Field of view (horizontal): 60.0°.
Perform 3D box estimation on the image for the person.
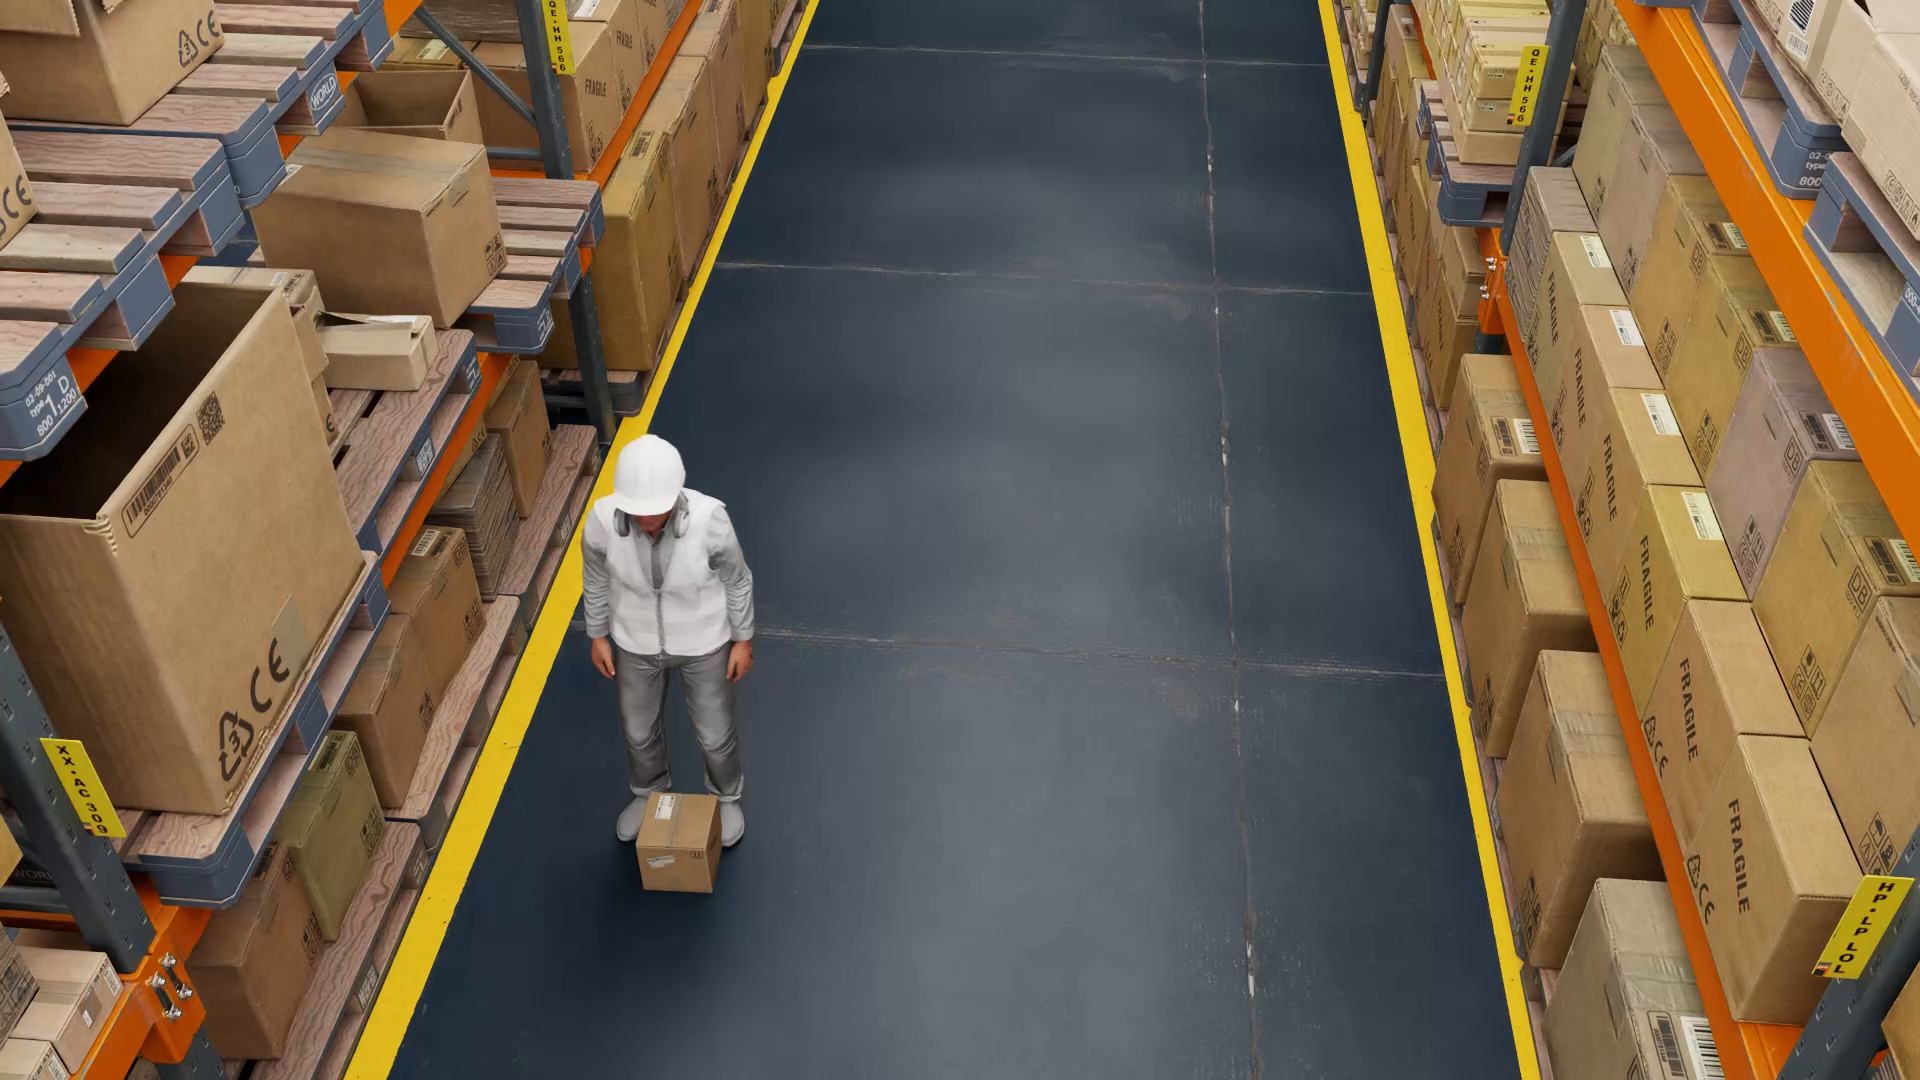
[{"bbox_3d":[-0.991,0.341,5.727,0.579,1.769,0.466,1,40,2],"label":"person"}]
